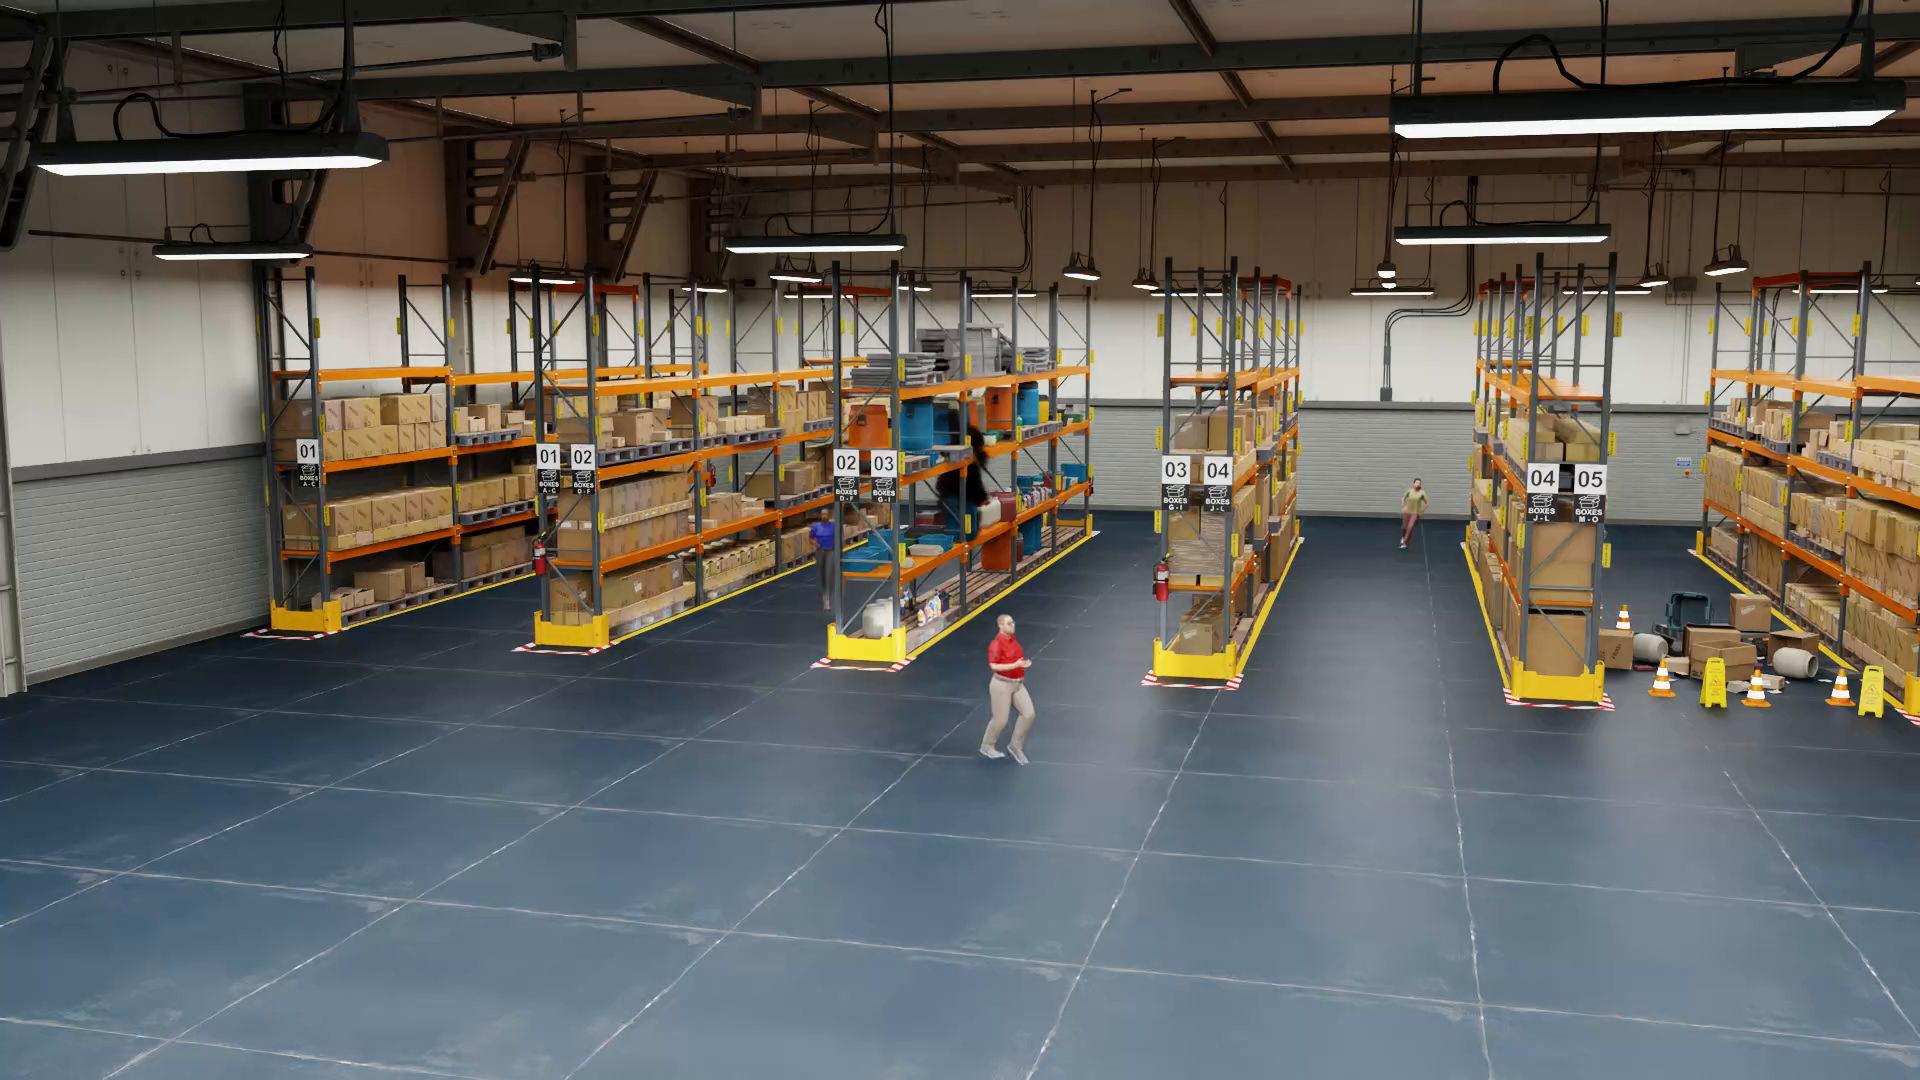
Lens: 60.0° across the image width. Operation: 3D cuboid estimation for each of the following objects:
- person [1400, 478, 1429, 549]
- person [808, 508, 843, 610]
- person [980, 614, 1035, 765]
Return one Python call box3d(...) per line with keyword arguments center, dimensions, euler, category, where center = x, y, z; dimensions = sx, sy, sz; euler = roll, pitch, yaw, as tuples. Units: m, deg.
box3d(center=(10.384, -0.612, 37.982), dimensions=(0.639, 1.611, 0.585), euler=(3, 8, 22), category="person")
box3d(center=(-2.303, 0.295, 28.365), dimensions=(0.571, 1.697, 0.797), euler=(1, 7, 7), category="person")
box3d(center=(0.566, 1.739, 19.169), dimensions=(0.727, 1.781, 0.640), euler=(6, 9, 38), category="person")
